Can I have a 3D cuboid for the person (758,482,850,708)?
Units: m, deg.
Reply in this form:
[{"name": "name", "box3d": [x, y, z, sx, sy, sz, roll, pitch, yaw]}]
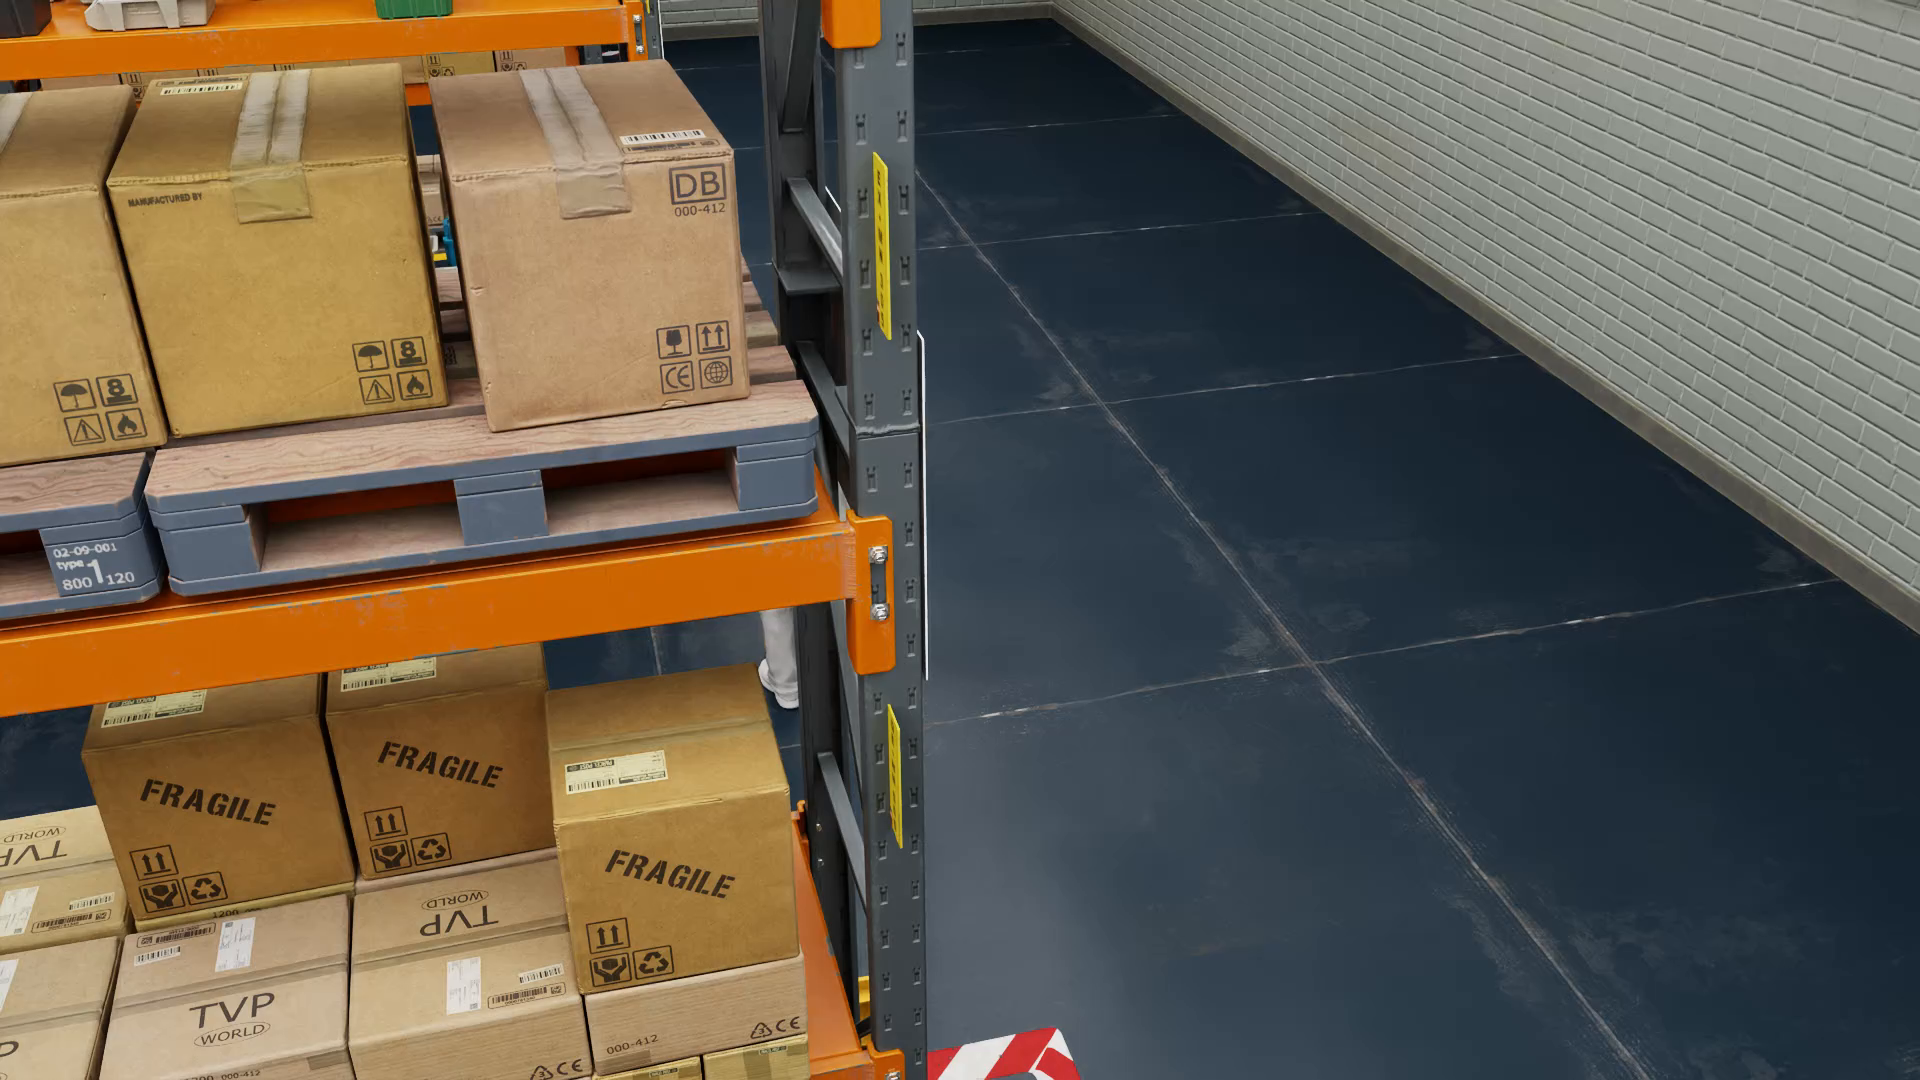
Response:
[{"name": "person", "box3d": [-0.731, -0.081, 7.286, 0.654, 1.774, 0.422, -9, 31, -16]}]
